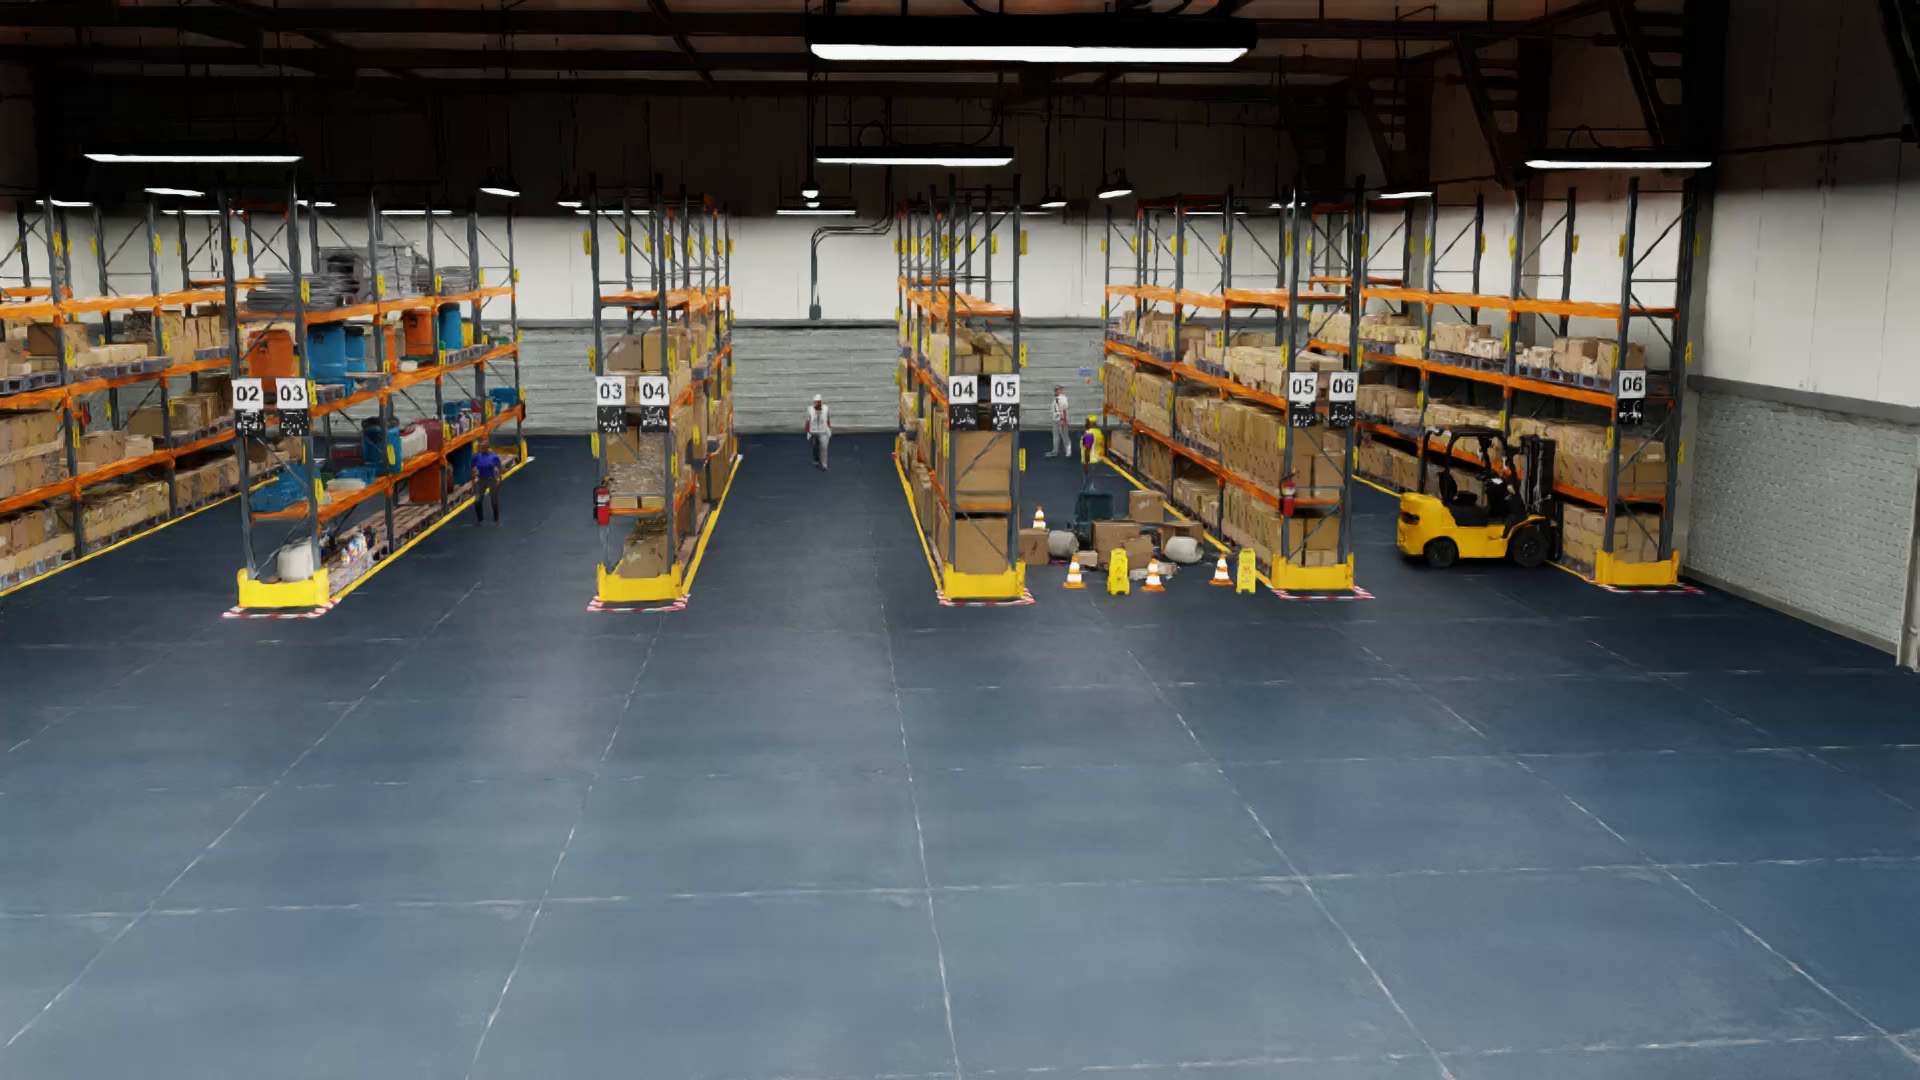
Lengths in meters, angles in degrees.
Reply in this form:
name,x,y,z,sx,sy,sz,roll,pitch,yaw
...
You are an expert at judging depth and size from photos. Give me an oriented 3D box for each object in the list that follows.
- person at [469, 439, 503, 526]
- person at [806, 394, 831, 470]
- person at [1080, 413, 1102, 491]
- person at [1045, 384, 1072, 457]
name,x,y,z,sx,sy,sz,roll,pitch,yaw
person,-8.547,-1.043,30.040,0.592,1.604,0.518,-1,10,-7
person,-3.211,-2.464,37.670,0.566,1.706,1.122,0,10,-3
person,2.318,-1.413,30.017,0.436,1.749,0.714,3,11,19
person,2.411,-2.876,39.943,0.537,1.750,0.659,-4,11,-21
